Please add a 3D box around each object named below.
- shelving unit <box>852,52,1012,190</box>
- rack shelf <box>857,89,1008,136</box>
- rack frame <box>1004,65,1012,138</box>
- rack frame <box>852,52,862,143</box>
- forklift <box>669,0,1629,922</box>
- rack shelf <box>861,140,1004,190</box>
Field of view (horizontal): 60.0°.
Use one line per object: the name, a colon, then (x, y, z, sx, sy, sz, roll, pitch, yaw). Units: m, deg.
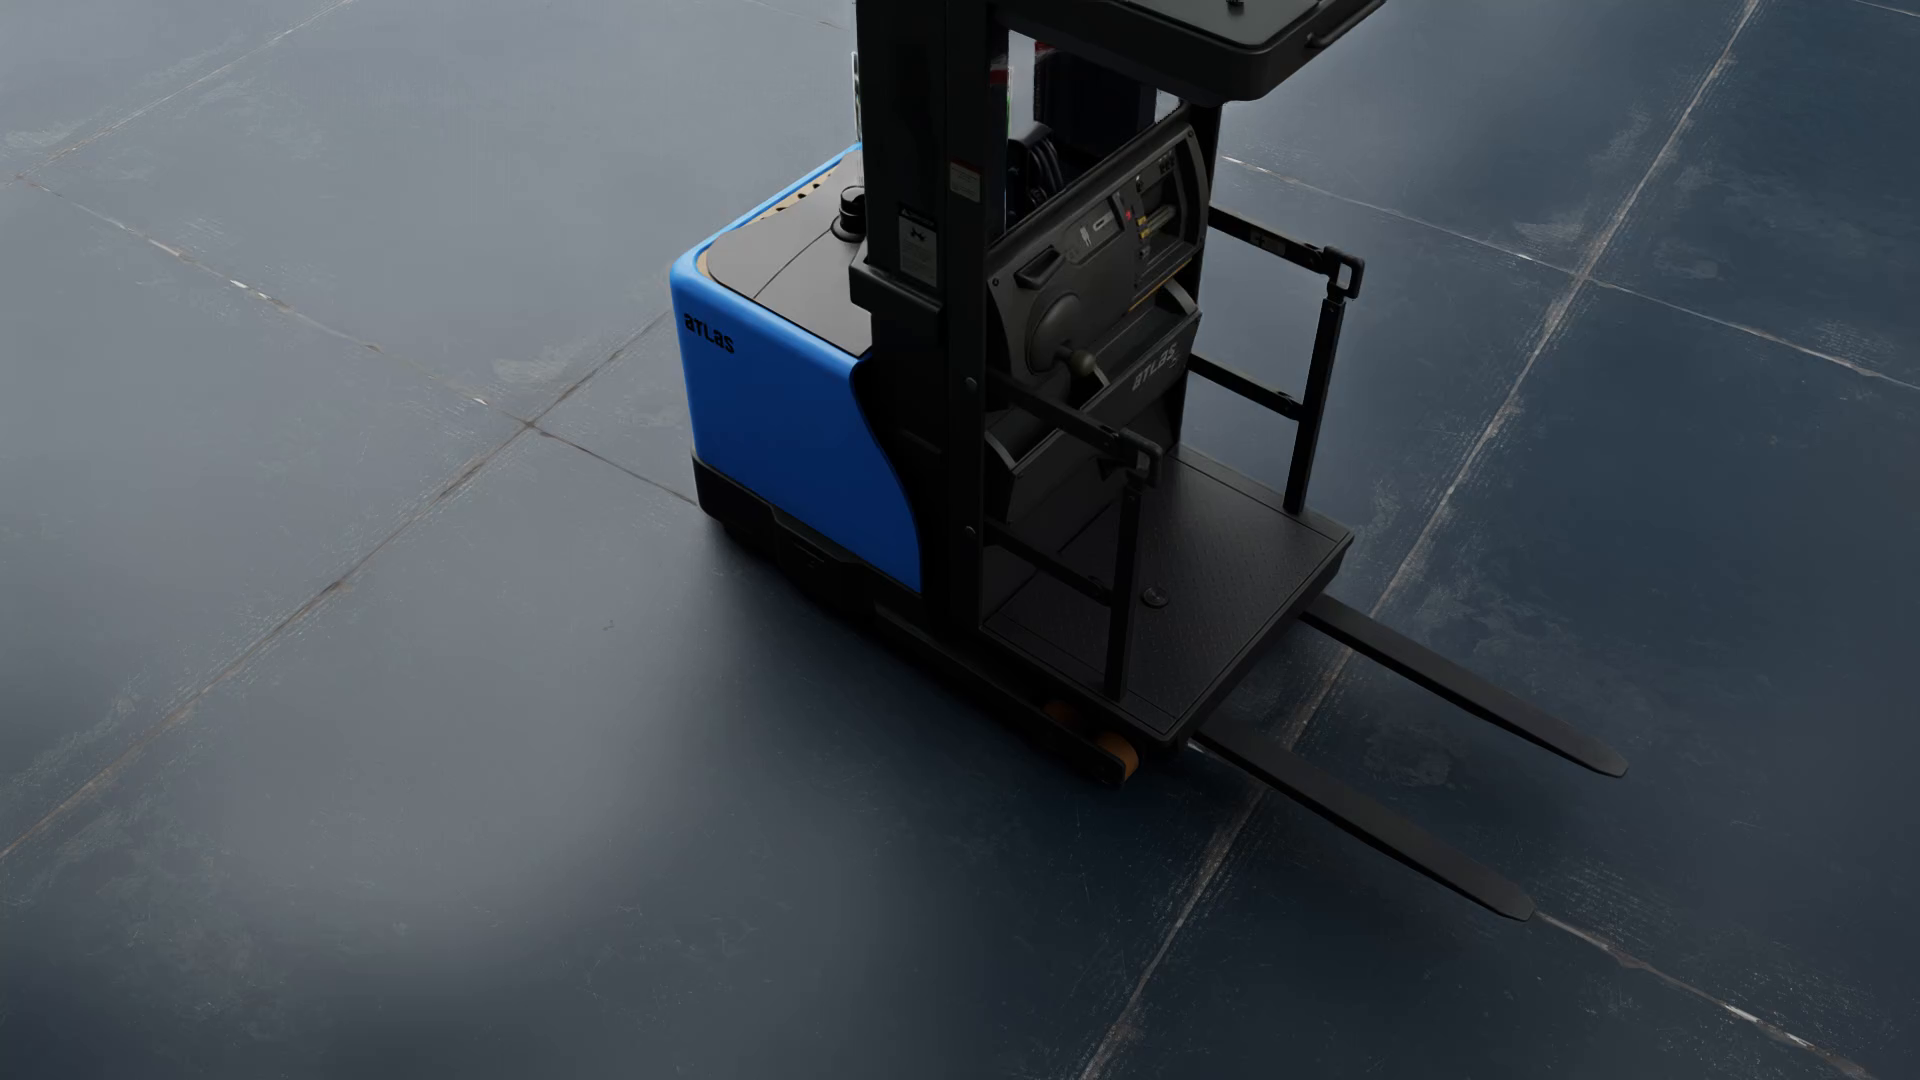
shelving unit: (-0.099, -1.217, 6.096, 0.503, 1.200, 0.258, -11, 47, -10)
rack shelf: (-0.099, -1.507, 5.798, 0.480, 0.148, 0.258, -11, 47, -10)
rack frame: (0.137, -1.262, 6.140, 0.015, 1.200, 0.240, -11, 47, -10)
rack frame: (-0.335, -1.172, 6.052, 0.015, 1.200, 0.240, -11, 47, -10)
forklift: (0.552, -0.715, 4.401, 3.031, 2.935, 1.130, 30, 53, 26)
rack shelf: (-0.099, -1.340, 5.970, 0.480, 0.148, 0.258, -11, 47, -10)
